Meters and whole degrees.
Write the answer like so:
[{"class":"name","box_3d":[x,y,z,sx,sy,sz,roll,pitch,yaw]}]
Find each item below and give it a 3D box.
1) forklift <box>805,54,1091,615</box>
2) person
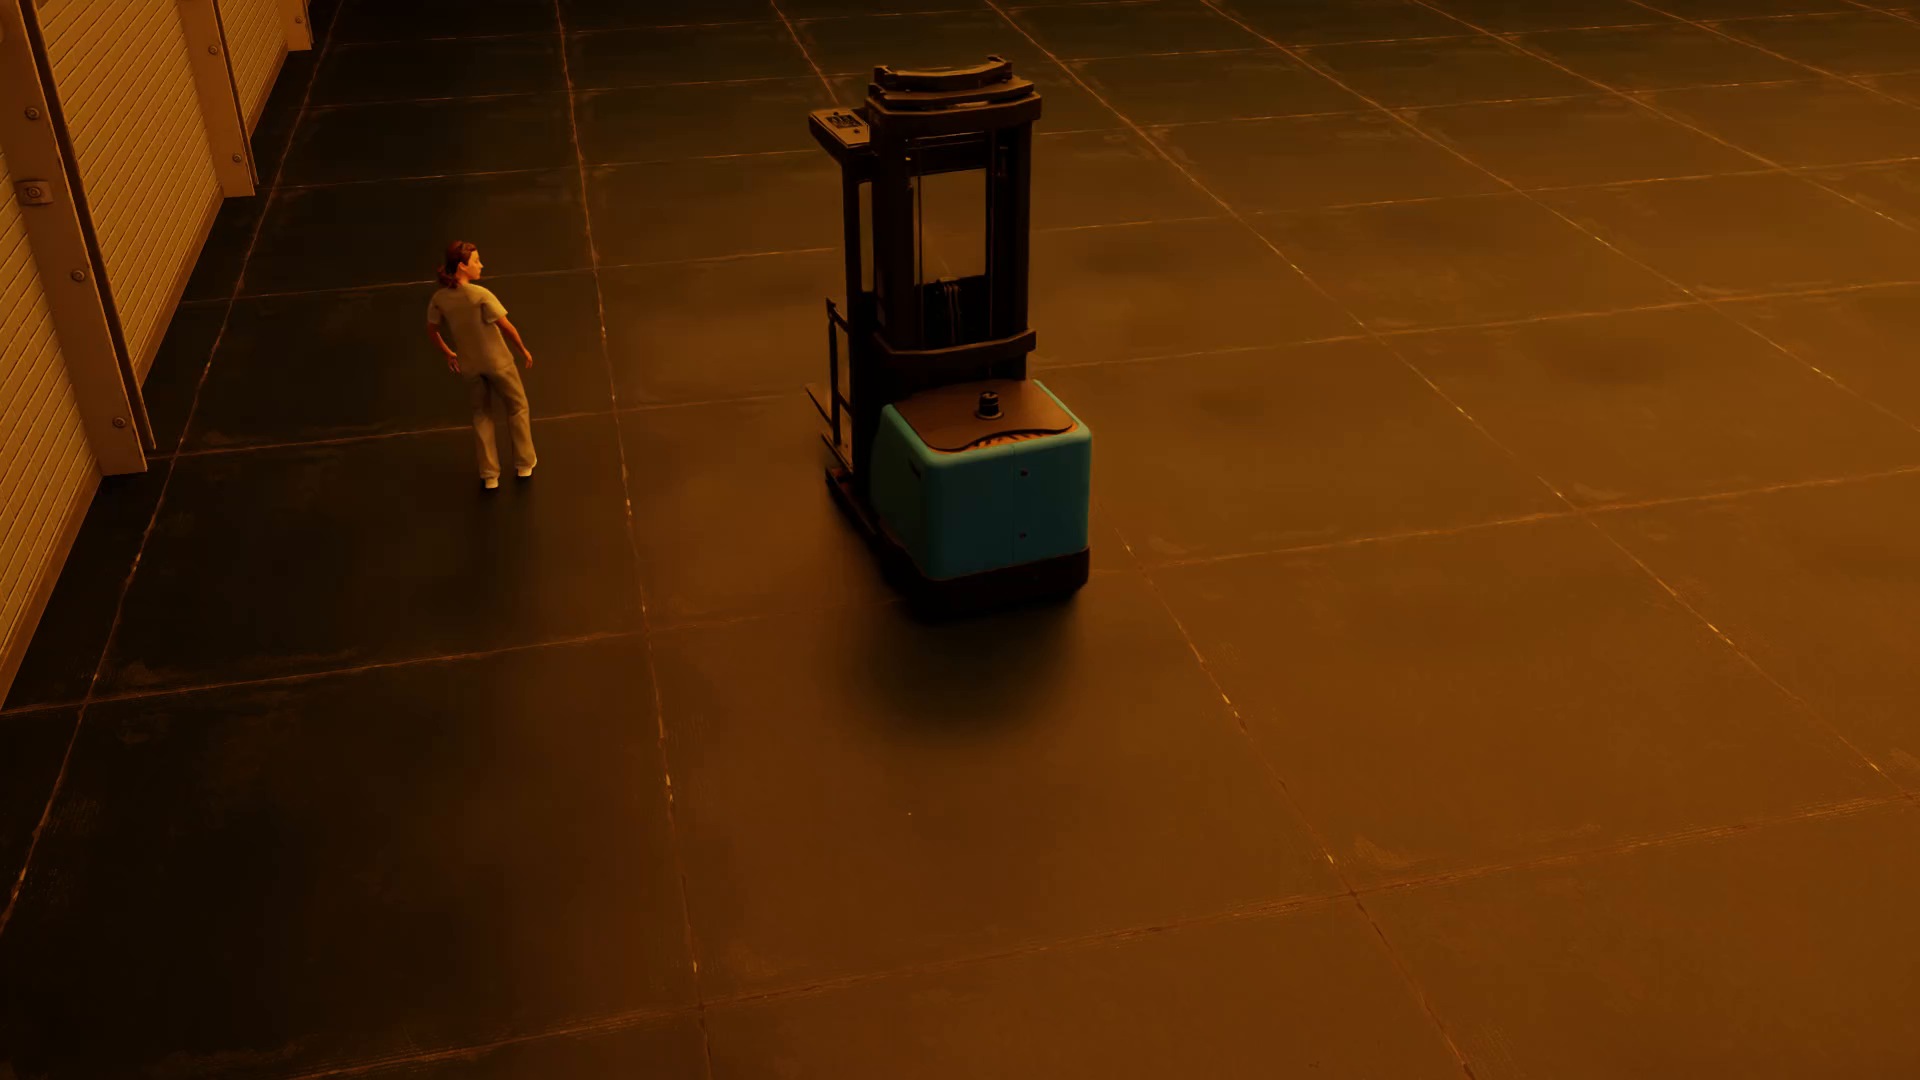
[{"class":"forklift","box_3d":[-0.246,-1.556,10.262,1.130,2.935,3.031,-11,32,-19]},{"class":"person","box_3d":[-3.101,-1.163,10.866,0.644,1.650,0.483,3,30,5]}]
